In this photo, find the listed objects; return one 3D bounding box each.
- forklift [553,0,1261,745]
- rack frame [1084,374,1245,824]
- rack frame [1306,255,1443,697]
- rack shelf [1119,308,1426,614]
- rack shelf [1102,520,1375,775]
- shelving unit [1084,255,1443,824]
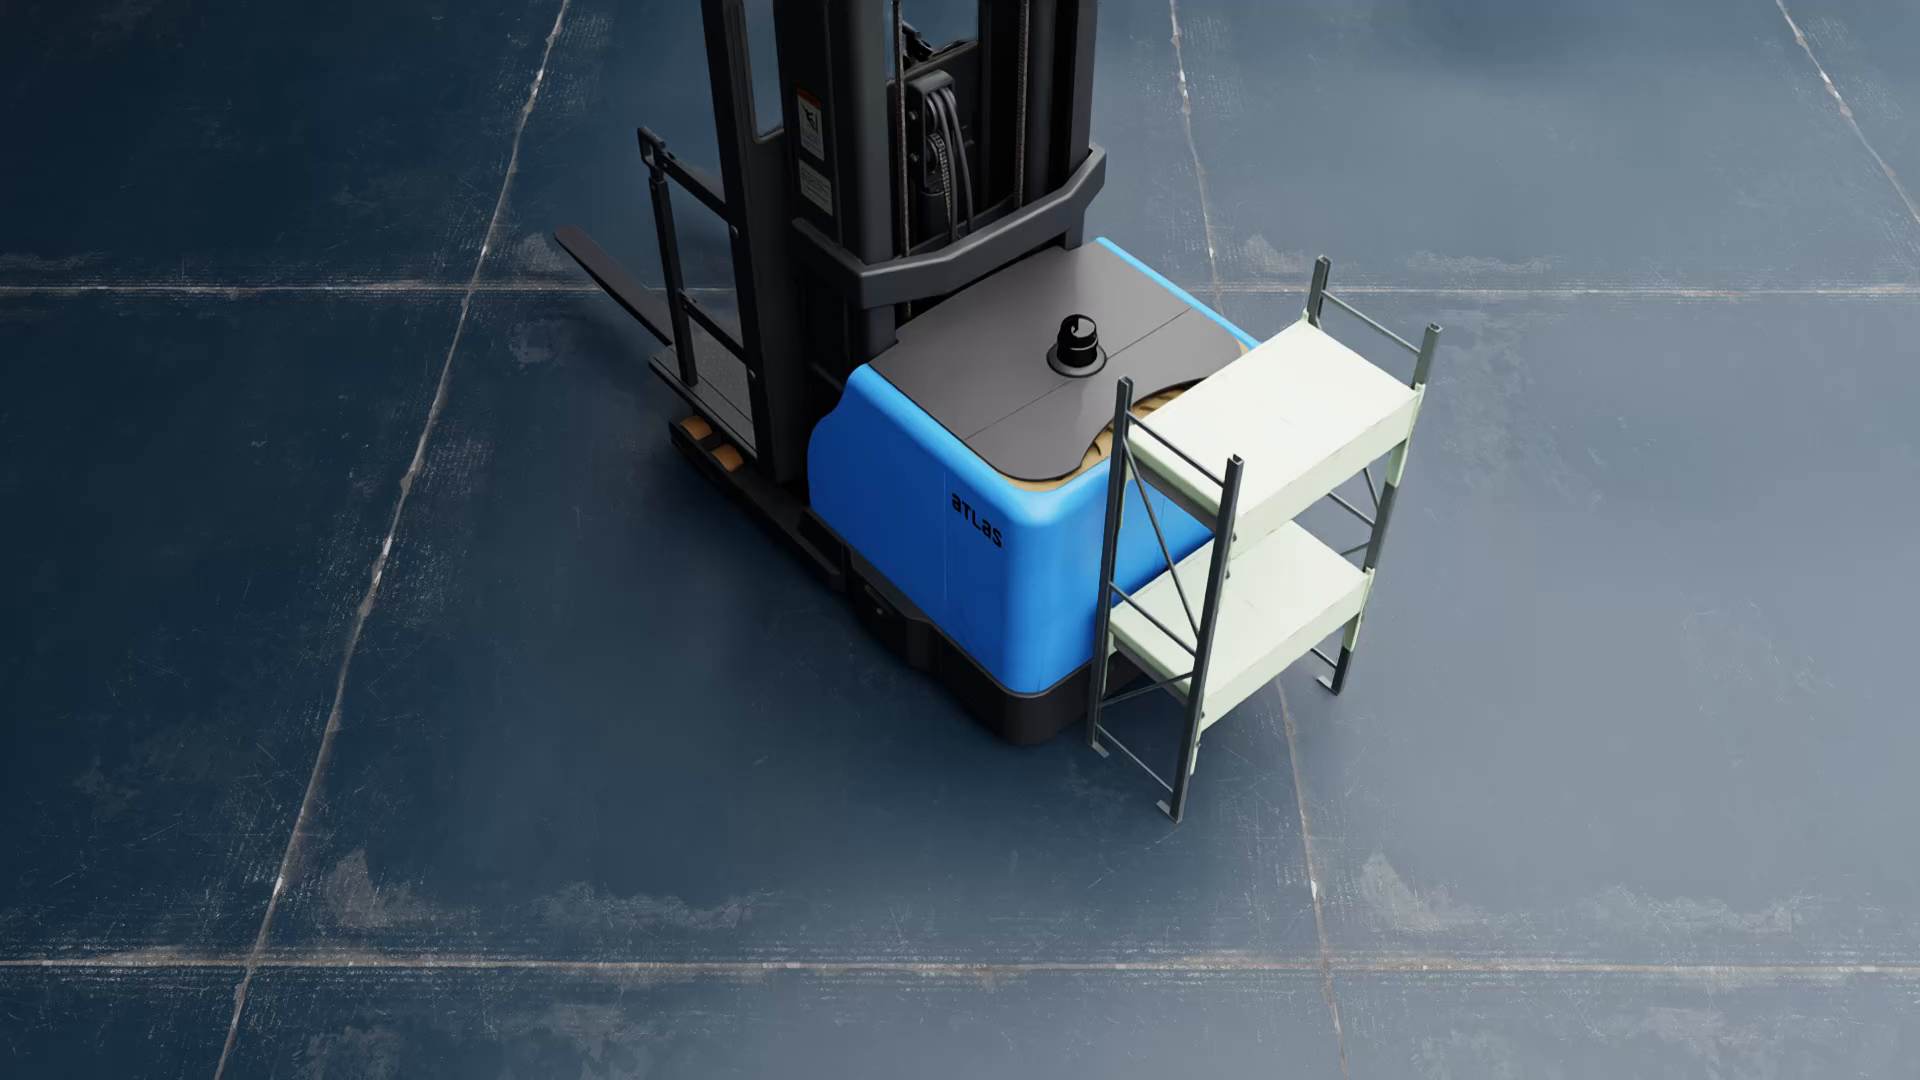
[{"bbox_3d":[-0.388,-1.387,5.038,1.130,2.935,3.031,-32,55,-26],"label":"forklift"},{"bbox_3d":[0.525,0.220,4.520,0.023,1.500,0.400,-32,55,-26],"label":"rack frame"},{"bbox_3d":[1.081,-0.128,4.845,0.023,1.500,0.400,-32,55,-26],"label":"rack frame"},{"bbox_3d":[0.803,-0.220,4.397,0.720,0.370,0.431,-32,55,-26],"label":"rack shelf"},{"bbox_3d":[0.803,0.268,4.921,0.720,0.370,0.431,-32,55,-26],"label":"rack shelf"},{"bbox_3d":[0.803,0.046,4.683,0.755,1.500,0.431,-32,55,-26],"label":"shelving unit"}]
